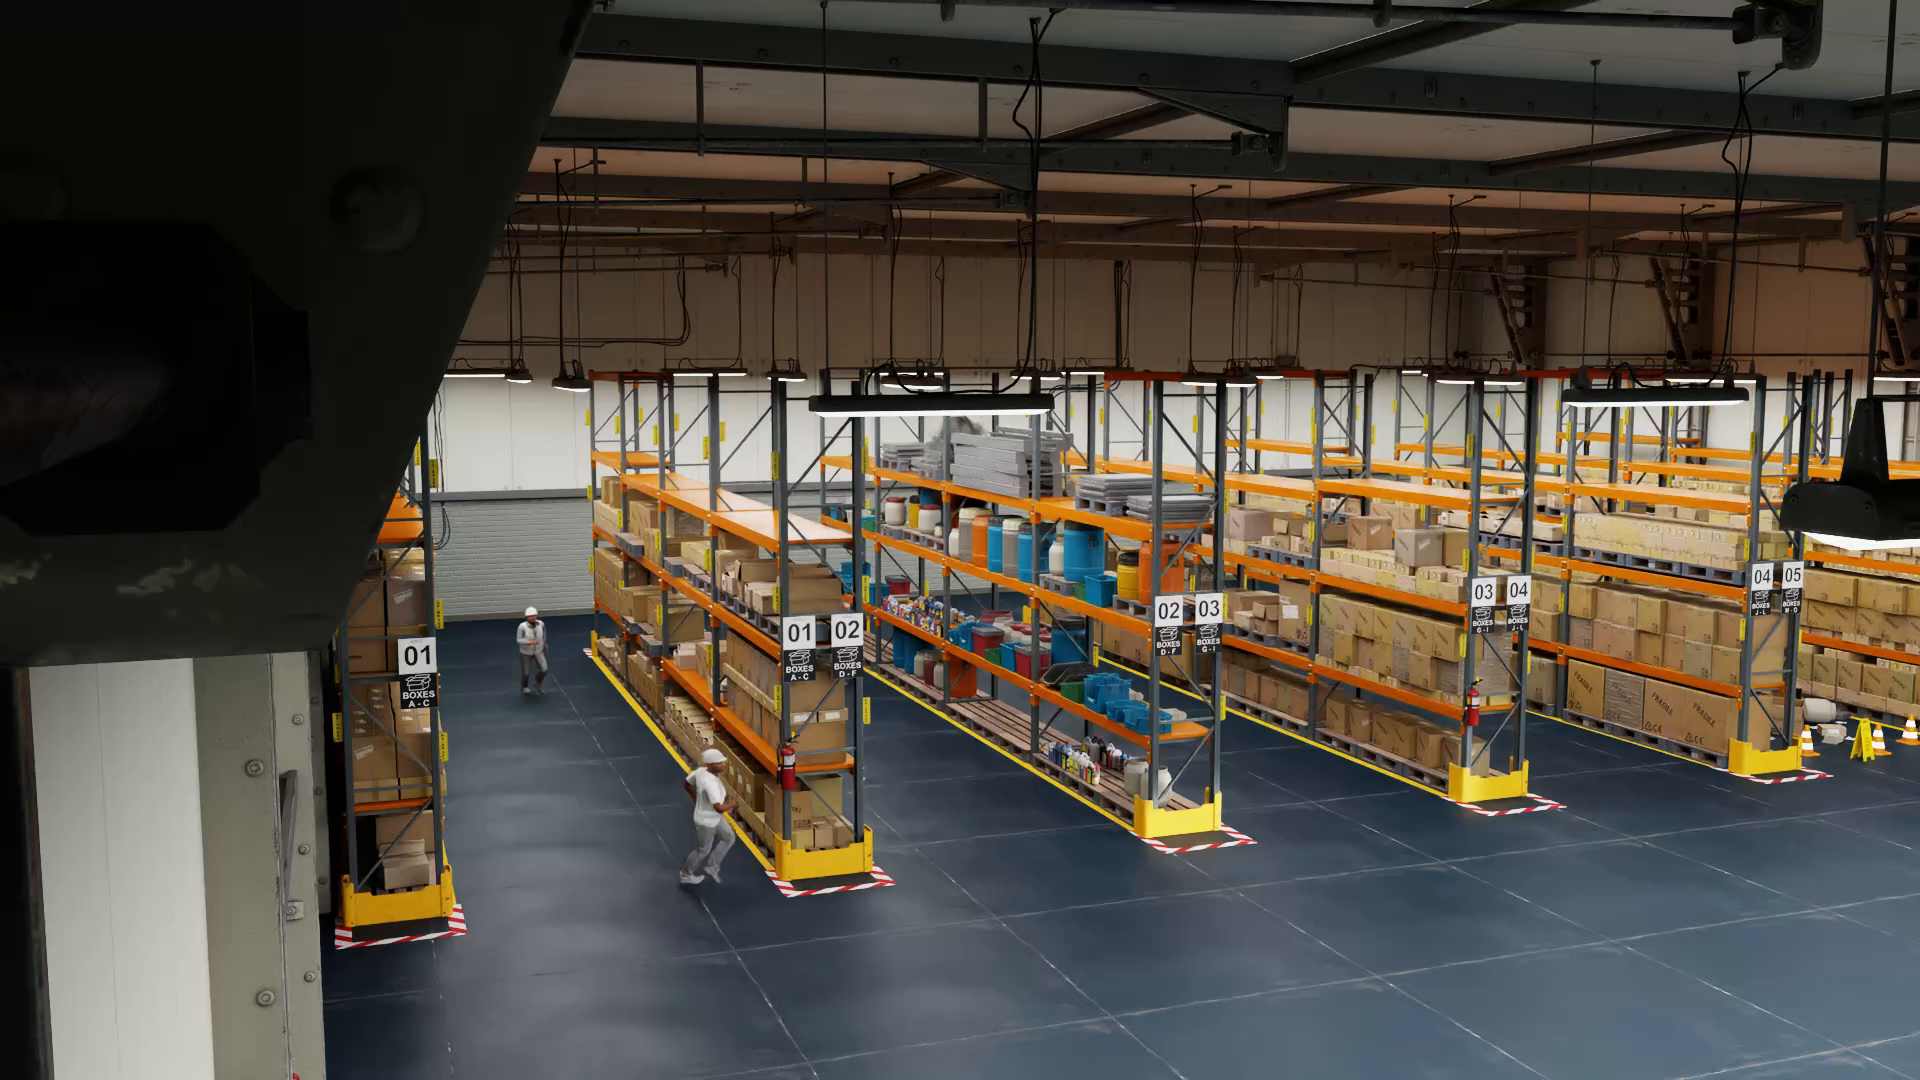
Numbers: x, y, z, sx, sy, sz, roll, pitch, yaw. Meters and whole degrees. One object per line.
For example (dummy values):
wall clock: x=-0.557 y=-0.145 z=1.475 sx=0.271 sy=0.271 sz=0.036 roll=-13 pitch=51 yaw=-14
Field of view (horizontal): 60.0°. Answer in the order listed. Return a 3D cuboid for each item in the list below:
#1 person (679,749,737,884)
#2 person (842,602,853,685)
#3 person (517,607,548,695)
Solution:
person: x=-2.976 y=3.299 z=19.573 sx=0.709 sy=1.742 sz=0.742 roll=-1 pitch=6 yaw=-7
person: x=-2.269 y=1.962 z=31.935 sx=0.691 sy=1.634 sz=0.867 roll=-5 pitch=8 yaw=-40
person: x=-7.910 y=2.057 z=30.757 sx=0.664 sy=1.685 sz=0.927 roll=-4 pitch=8 yaw=-34
